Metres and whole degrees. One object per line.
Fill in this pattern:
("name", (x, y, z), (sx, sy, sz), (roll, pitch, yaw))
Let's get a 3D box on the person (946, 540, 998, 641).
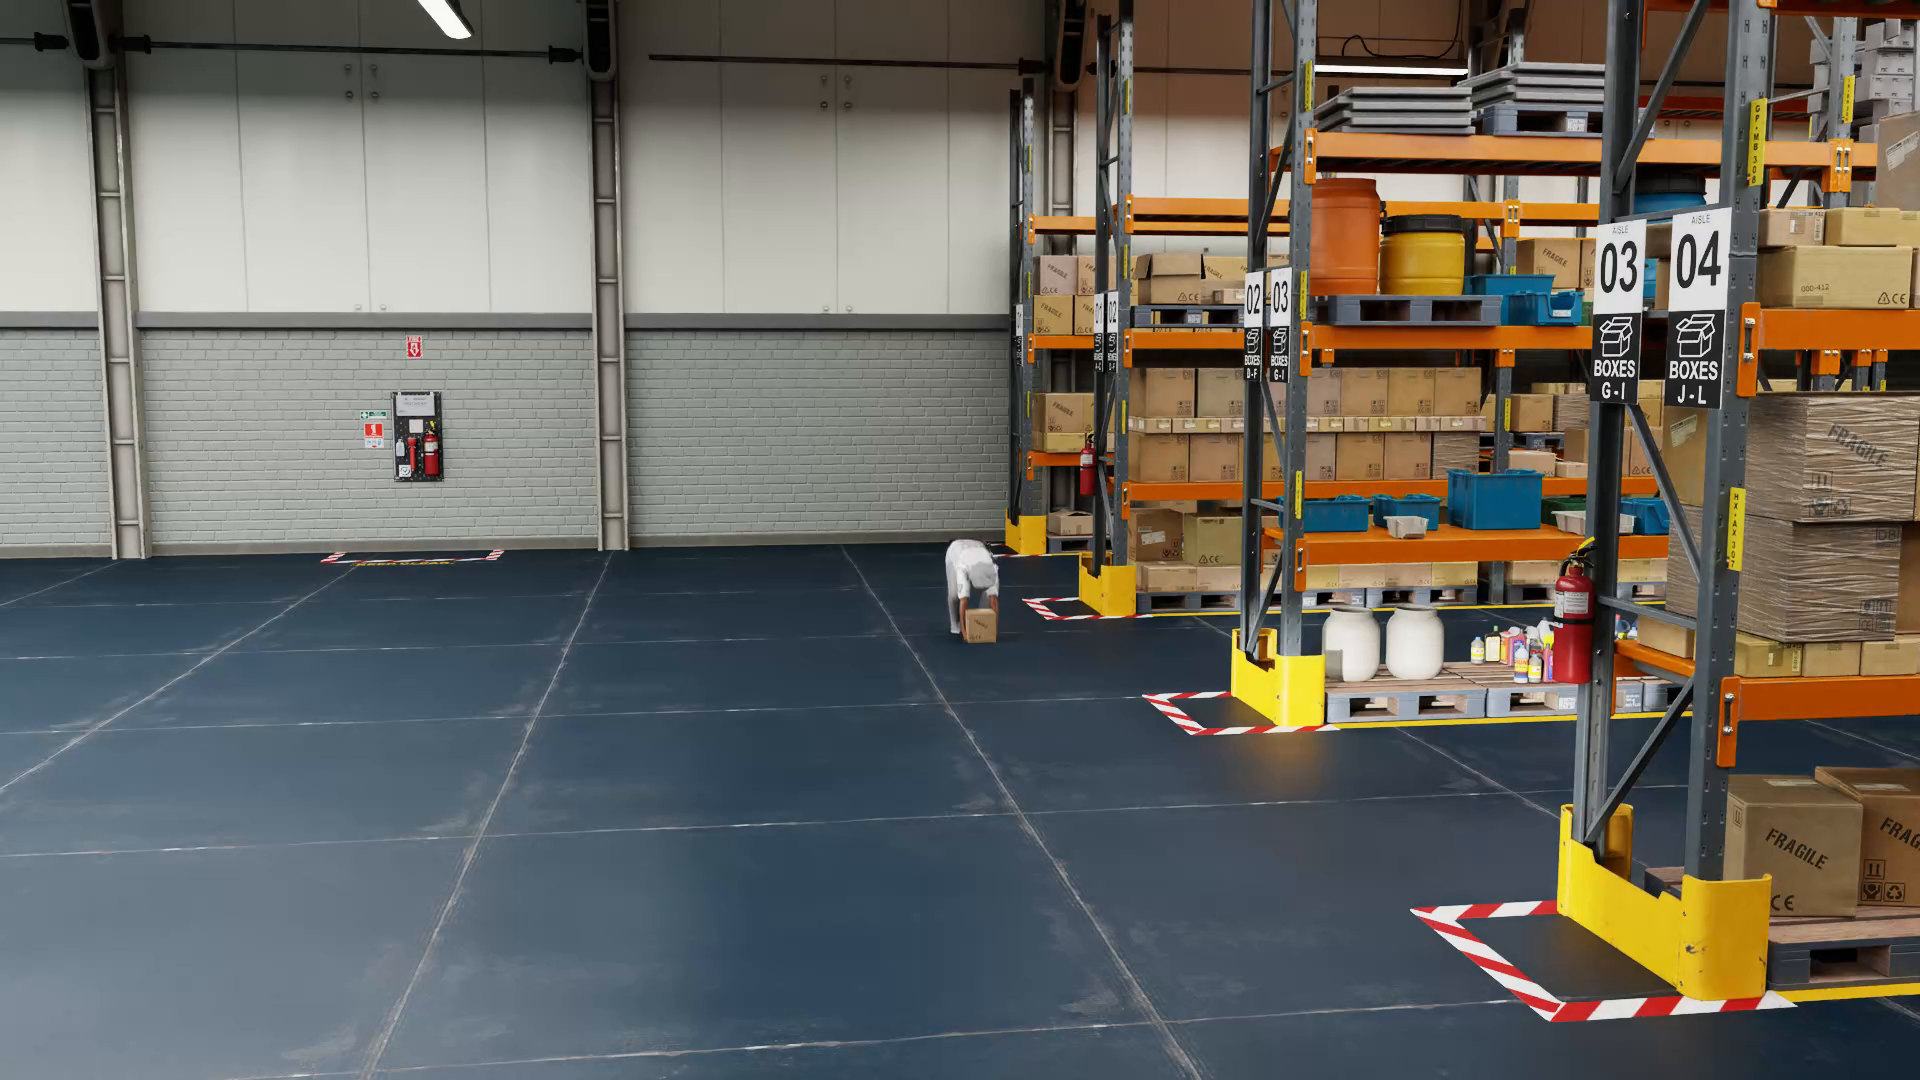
("person", (0.124, 0.453, 15.397), (0.456, 0.868, 0.905), (-1, 7, -11))
